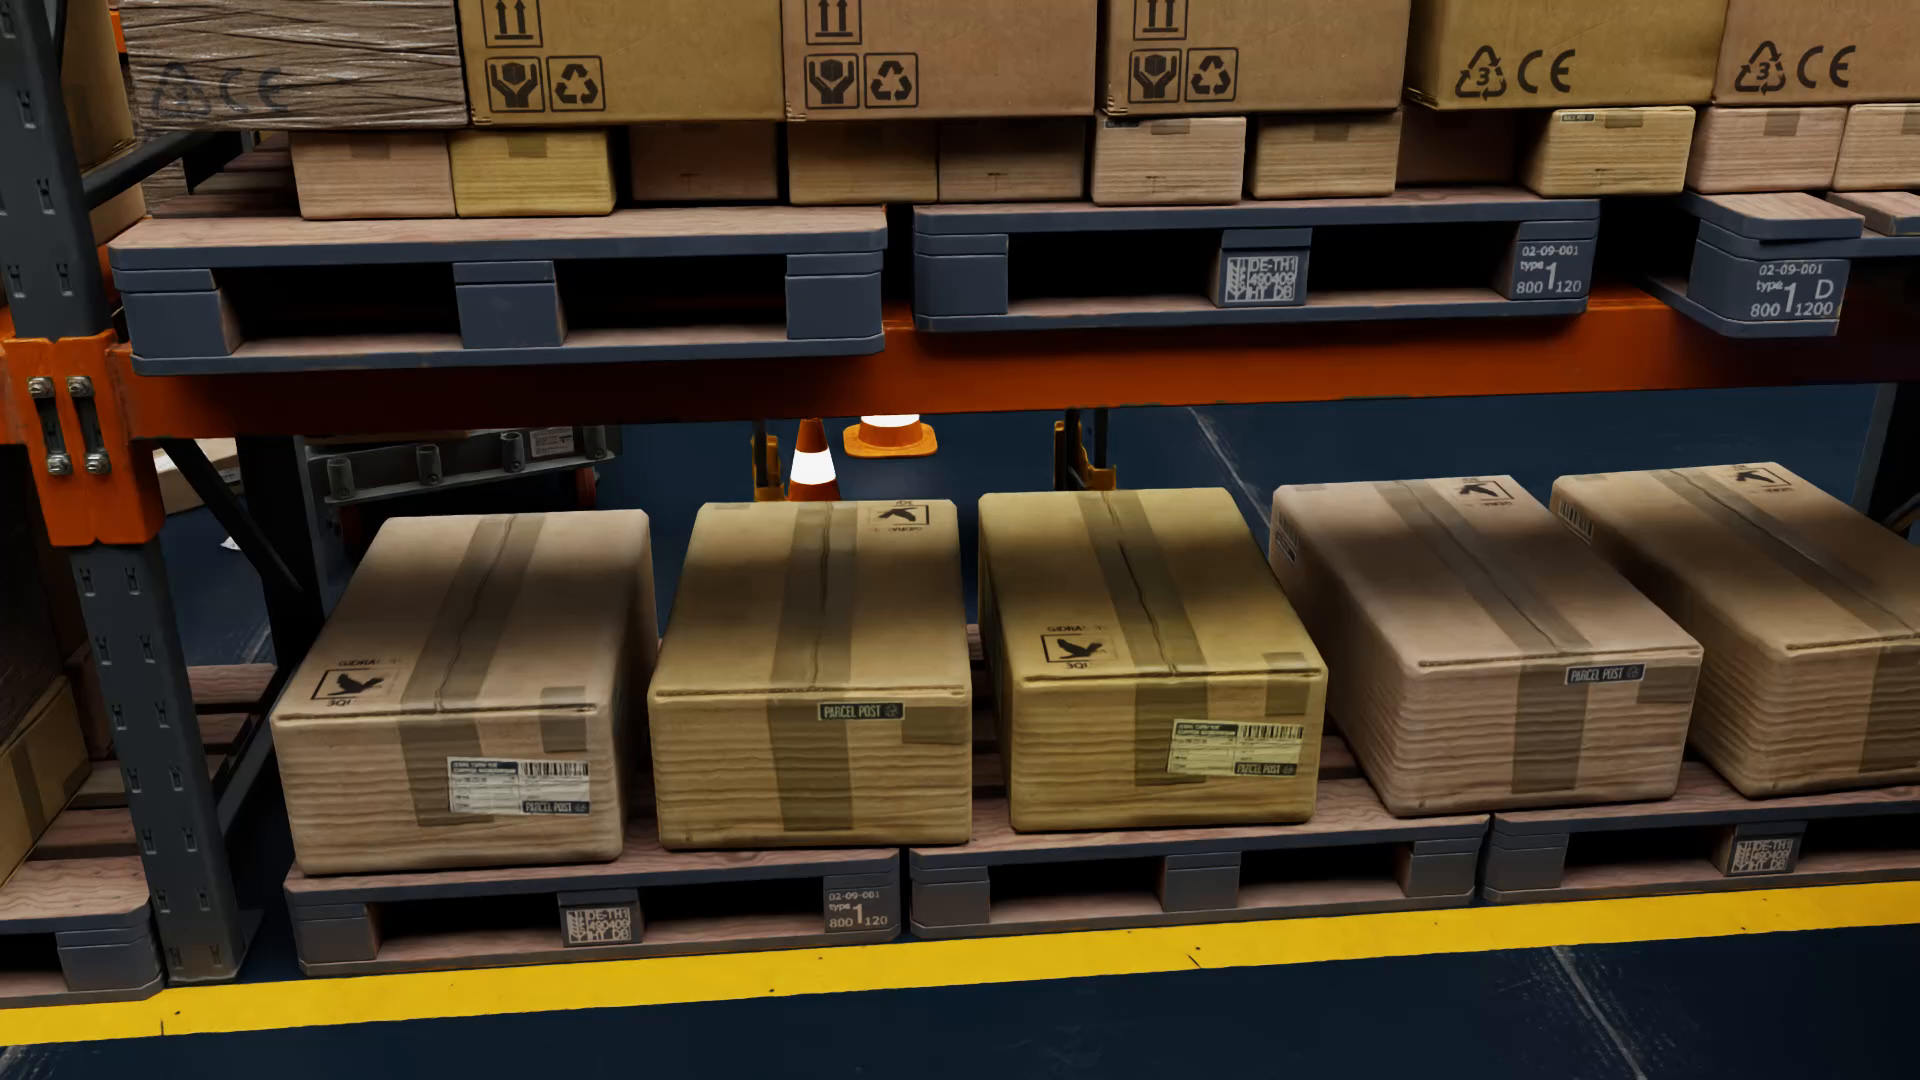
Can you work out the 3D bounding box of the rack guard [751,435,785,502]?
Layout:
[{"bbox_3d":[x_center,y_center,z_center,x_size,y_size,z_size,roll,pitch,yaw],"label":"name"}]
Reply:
[{"bbox_3d":[-0.593,-0.127,5.160,0.087,0.250,0.587,-3,19,-7],"label":"rack guard"}]

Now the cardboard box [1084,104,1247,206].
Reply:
[{"bbox_3d":[0.339,-0.708,2.941,0.250,0.149,0.380,-1,24,-3],"label":"cardboard box"}]

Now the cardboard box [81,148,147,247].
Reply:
[{"bbox_3d":[-1.887,-0.698,3.436,0.250,0.149,0.380,-2,24,-5],"label":"cardboard box"}]

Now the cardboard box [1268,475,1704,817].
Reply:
[{"bbox_3d":[1.142,0.205,3.814,0.625,0.372,0.950,-3,24,-6],"label":"cardboard box"}]

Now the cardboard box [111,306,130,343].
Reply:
[{"bbox_3d":[-3.093,-0.591,5.793,0.503,0.637,0.797,-2,24,-5],"label":"cardboard box"}]

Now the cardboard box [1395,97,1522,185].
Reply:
[{"bbox_3d":[0.844,-0.773,3.089,0.250,0.149,0.380,-2,24,-5],"label":"cardboard box"}]

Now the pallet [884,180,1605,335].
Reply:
[{"bbox_3d":[0.473,-0.672,3.305,1.213,0.211,1.003,-2,24,-5],"label":"pallet"}]

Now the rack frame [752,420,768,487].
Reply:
[{"bbox_3d":[-0.621,-0.718,4.957,0.032,1.500,0.500,-3,19,-7],"label":"rack frame"}]

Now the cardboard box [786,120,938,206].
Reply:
[{"bbox_3d":[-0.177,-0.709,2.944,0.250,0.149,0.380,-2,24,-4],"label":"cardboard box"}]

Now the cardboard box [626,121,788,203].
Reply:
[{"bbox_3d":[-0.437,-0.716,2.959,0.250,0.149,0.380,-1,24,-2],"label":"cardboard box"}]

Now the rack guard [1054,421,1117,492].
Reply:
[{"bbox_3d":[0.393,-0.184,5.288,0.087,0.250,0.587,-3,19,-7],"label":"rack guard"}]

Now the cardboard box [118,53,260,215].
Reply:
[{"bbox_3d":[-3.658,-1.879,7.883,0.875,0.875,0.875,-2,24,-5],"label":"cardboard box"}]

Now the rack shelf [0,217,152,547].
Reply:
[{"bbox_3d":[-3.532,-0.287,3.088,4.000,0.370,1.077,-2,24,-5],"label":"rack shelf"}]

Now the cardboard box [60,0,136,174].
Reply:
[{"bbox_3d":[-2.007,-0.972,3.255,0.500,0.500,0.500,-2,24,-5],"label":"cardboard box"}]

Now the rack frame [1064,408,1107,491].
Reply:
[{"bbox_3d":[0.386,-0.776,5.087,0.032,1.500,0.500,-3,19,-7],"label":"rack frame"}]

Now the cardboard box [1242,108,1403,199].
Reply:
[{"bbox_3d":[0.602,-0.730,2.992,0.250,0.149,0.380,-3,24,-7],"label":"cardboard box"}]

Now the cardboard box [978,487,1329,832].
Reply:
[{"bbox_3d":[0.387,0.233,3.751,0.625,0.372,0.950,-2,24,-3],"label":"cardboard box"}]

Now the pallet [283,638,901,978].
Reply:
[{"bbox_3d":[-0.767,0.547,3.759,1.213,0.211,1.003,-2,24,-5],"label":"pallet"}]

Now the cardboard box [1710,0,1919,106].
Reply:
[{"bbox_3d":[1.500,-1.073,2.965,0.500,0.500,0.500,-3,24,-6],"label":"cardboard box"}]

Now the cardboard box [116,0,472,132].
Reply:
[{"bbox_3d":[-1.047,-0.972,2.737,0.500,0.500,0.500,-2,24,-4],"label":"cardboard box"}]

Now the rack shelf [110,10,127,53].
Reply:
[{"bbox_3d":[-4.119,-2.284,7.580,4.000,0.370,1.077,-2,24,-5],"label":"rack shelf"}]

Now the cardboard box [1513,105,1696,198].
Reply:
[{"bbox_3d":[1.106,-0.732,2.997,0.250,0.149,0.380,-2,24,-4],"label":"cardboard box"}]

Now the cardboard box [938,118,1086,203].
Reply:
[{"bbox_3d":[0.070,-0.718,2.965,0.250,0.149,0.380,-2,24,-5],"label":"cardboard box"}]

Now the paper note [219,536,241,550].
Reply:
[{"bbox_3d":[-2.237,-0.007,5.228,0.142,0.019,0.148,-2,24,-5],"label":"paper note"}]

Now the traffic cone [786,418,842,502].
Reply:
[{"bbox_3d":[-0.445,-0.152,5.021,0.334,0.463,0.336,-2,24,-5],"label":"traffic cone"}]

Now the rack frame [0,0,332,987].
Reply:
[{"bbox_3d":[-1.542,-0.695,3.122,0.127,3.000,1.000,-2,24,-5],"label":"rack frame"}]

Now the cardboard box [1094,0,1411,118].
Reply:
[{"bbox_3d":[0.455,-1.031,2.870,0.500,0.500,0.500,-3,24,-7],"label":"cardboard box"}]

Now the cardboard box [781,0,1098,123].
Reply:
[{"bbox_3d":[-0.055,-1.006,2.814,0.500,0.500,0.500,-2,24,-5],"label":"cardboard box"}]

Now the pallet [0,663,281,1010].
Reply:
[{"bbox_3d":[-2.207,0.620,3.595,1.213,0.211,1.003,-2,24,-5],"label":"pallet"}]

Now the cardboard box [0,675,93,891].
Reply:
[{"bbox_3d":[-2.104,0.501,3.297,0.500,0.250,0.500,-1,24,-3],"label":"cardboard box"}]

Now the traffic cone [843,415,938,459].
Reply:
[{"bbox_3d":[-0.255,-0.567,5.957,0.334,0.463,0.336,-2,24,-5],"label":"traffic cone"}]

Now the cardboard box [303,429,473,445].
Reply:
[{"bbox_3d":[-1.747,-0.618,5.091,0.500,0.500,0.500,-2,24,-5],"label":"cardboard box"}]

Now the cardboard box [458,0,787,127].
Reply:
[{"bbox_3d":[-0.549,-0.992,2.782,0.500,0.500,0.500,-2,24,-5],"label":"cardboard box"}]

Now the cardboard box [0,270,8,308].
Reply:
[{"bbox_3d":[-1.832,-0.445,2.867,0.250,0.149,0.380,-3,24,-6],"label":"cardboard box"}]

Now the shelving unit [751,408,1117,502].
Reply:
[{"bbox_3d":[-0.108,-0.748,5.023,1.083,1.500,0.587,-3,19,-7],"label":"shelving unit"}]

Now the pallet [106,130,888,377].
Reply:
[{"bbox_3d":[-0.767,-0.580,3.097,1.213,0.211,1.003,-2,24,-5],"label":"pallet"}]

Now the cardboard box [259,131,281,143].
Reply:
[{"bbox_3d":[-2.762,-1.916,7.967,0.875,0.875,0.875,-2,24,-4],"label":"cardboard box"}]

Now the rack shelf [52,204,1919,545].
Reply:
[{"bbox_3d":[0.449,-0.447,3.447,4.000,0.370,1.077,-2,24,-5],"label":"rack shelf"}]

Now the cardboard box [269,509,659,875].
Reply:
[{"bbox_3d":[-1.020,0.291,3.619,0.625,0.372,0.950,-2,24,-4],"label":"cardboard box"}]

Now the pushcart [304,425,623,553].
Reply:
[{"bbox_3d":[-1.816,-0.417,5.723,0.936,0.377,1.648,-11,26,-23],"label":"pushcart"}]

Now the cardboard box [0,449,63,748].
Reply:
[{"bbox_3d":[-2.104,0.159,3.145,0.500,0.500,0.500,-3,24,-6],"label":"cardboard box"}]

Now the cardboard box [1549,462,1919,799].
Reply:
[{"bbox_3d":[1.876,0.172,3.888,0.625,0.372,0.950,-4,24,-9],"label":"cardboard box"}]

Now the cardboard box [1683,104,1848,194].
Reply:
[{"bbox_3d":[1.379,-0.749,3.035,0.250,0.149,0.380,-3,24,-8],"label":"cardboard box"}]

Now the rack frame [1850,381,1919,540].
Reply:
[{"bbox_3d":[2.439,-0.855,3.481,0.127,3.000,1.000,-2,24,-5],"label":"rack frame"}]

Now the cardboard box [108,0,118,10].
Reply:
[{"bbox_3d":[-3.589,-2.736,7.528,0.550,0.550,0.875,-2,24,-5],"label":"cardboard box"}]

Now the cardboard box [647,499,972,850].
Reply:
[{"bbox_3d":[-0.305,0.261,3.687,0.625,0.372,0.950,-1,24,-2],"label":"cardboard box"}]

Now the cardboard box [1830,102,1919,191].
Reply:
[{"bbox_3d":[1.630,-0.756,3.050,0.250,0.149,0.380,-2,24,-6],"label":"cardboard box"}]

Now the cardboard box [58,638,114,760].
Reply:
[{"bbox_3d":[-2.155,0.284,3.787,0.500,0.250,0.500,-3,24,-8],"label":"cardboard box"}]

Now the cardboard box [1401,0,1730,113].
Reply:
[{"bbox_3d":[0.998,-1.052,2.918,0.500,0.500,0.500,-4,24,-9],"label":"cardboard box"}]

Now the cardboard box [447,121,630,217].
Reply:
[{"bbox_3d":[-0.711,-0.673,2.864,0.250,0.149,0.380,-2,24,-4],"label":"cardboard box"}]

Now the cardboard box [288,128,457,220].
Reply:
[{"bbox_3d":[-0.961,-0.667,2.850,0.250,0.149,0.380,-2,24,-4],"label":"cardboard box"}]

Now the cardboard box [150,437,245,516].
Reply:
[{"bbox_3d":[-2.563,-0.281,5.555,0.258,0.266,0.396,22,32,40],"label":"cardboard box"}]

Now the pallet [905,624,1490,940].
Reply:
[{"bbox_3d":[0.450,0.497,3.872,1.213,0.211,1.003,-2,24,-5],"label":"pallet"}]

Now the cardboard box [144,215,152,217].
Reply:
[{"bbox_3d":[-3.573,-1.074,7.048,0.500,0.500,0.500,2,24,4],"label":"cardboard box"}]

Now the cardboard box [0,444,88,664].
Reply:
[{"bbox_3d":[-2.155,-0.059,3.635,0.500,0.500,0.500,-1,24,-3],"label":"cardboard box"}]

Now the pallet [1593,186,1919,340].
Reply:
[{"bbox_3d":[1.740,-0.696,3.359,1.003,0.211,1.213,-2,24,-5],"label":"pallet"}]

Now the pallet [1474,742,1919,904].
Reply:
[{"bbox_3d":[1.661,0.450,3.978,1.213,0.211,1.003,-2,24,-5],"label":"pallet"}]
